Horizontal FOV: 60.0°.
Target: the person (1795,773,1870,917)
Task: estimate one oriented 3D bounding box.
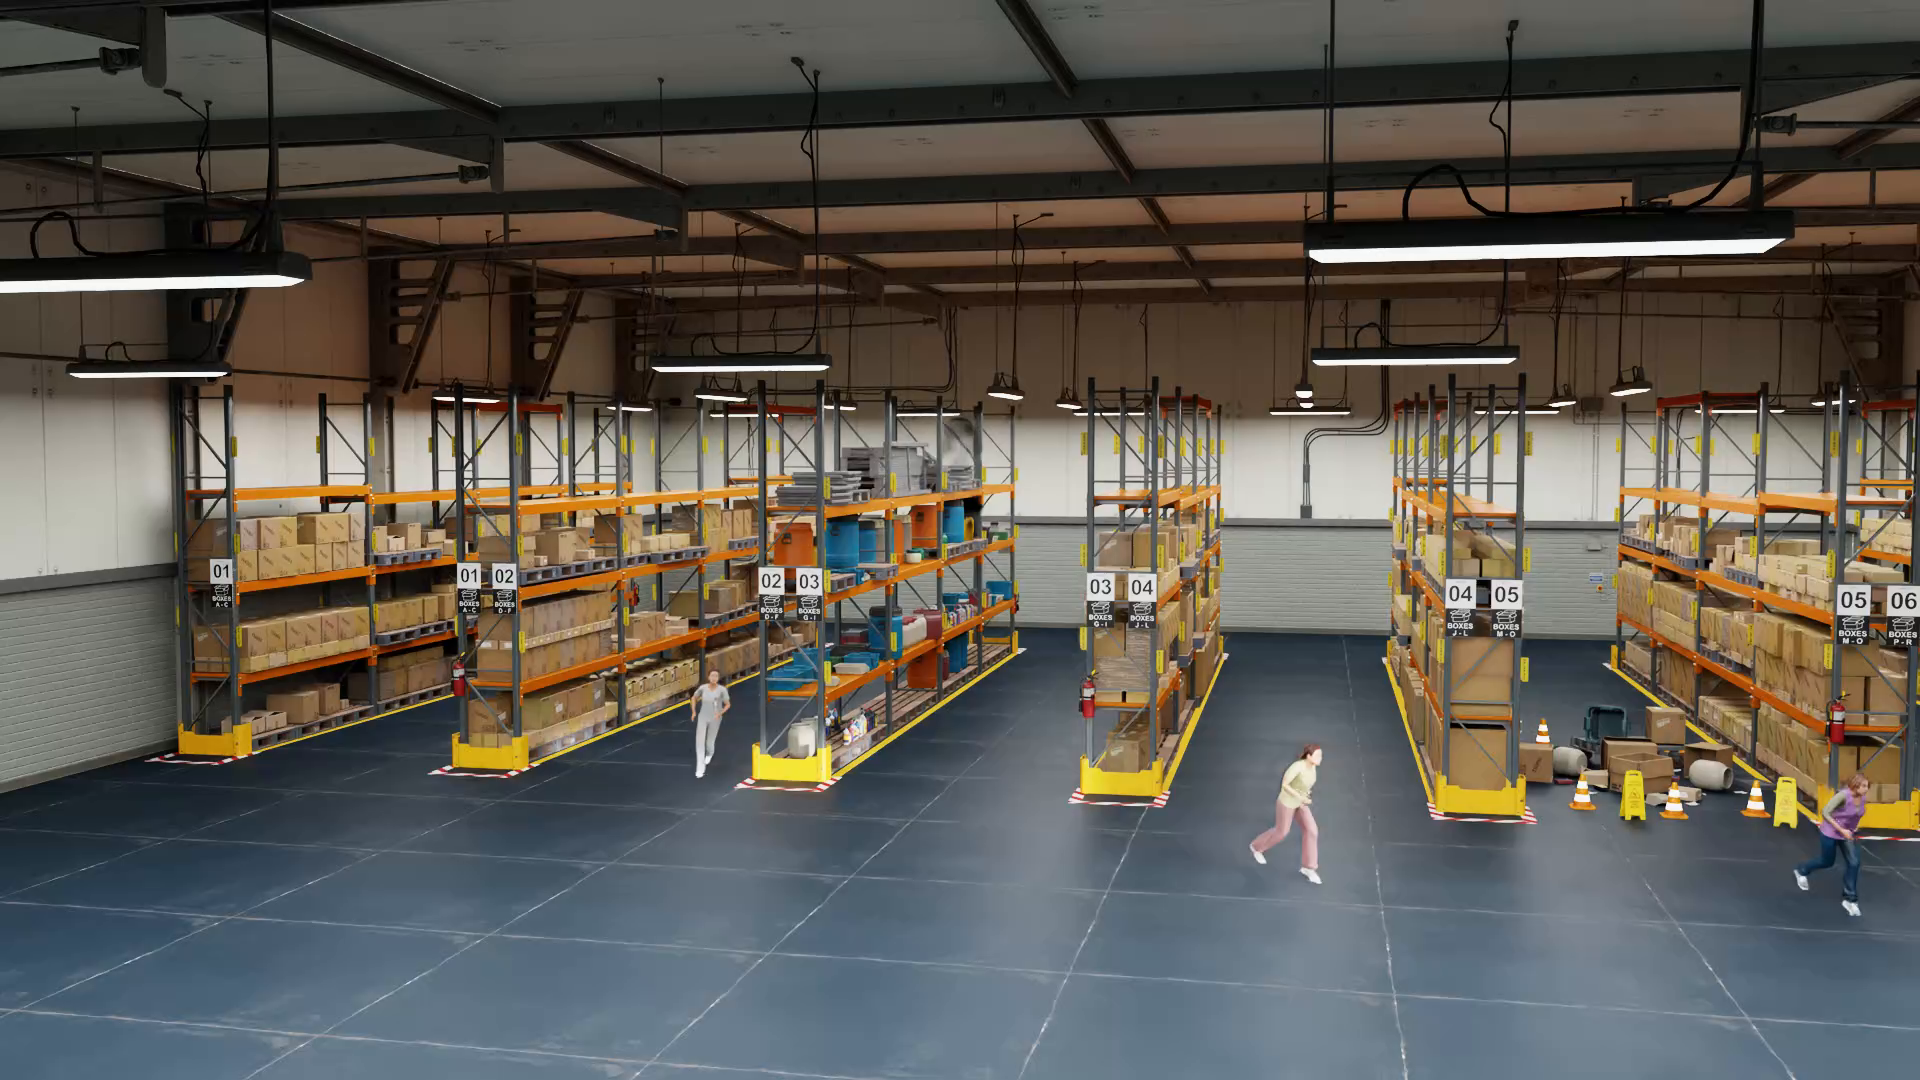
[{"bbox_3d":[9.507,3.243,18.137,0.571,1.547,0.915,-1,3,-21],"label":"person"}]

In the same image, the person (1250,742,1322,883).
[{"bbox_3d":[3.828,3.133,19.460,1.004,1.625,0.613,3,4,42],"label":"person"}]

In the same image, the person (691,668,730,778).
[{"bbox_3d":[-3.818,2.773,25.475,0.605,1.640,0.757,0,3,0],"label":"person"}]
